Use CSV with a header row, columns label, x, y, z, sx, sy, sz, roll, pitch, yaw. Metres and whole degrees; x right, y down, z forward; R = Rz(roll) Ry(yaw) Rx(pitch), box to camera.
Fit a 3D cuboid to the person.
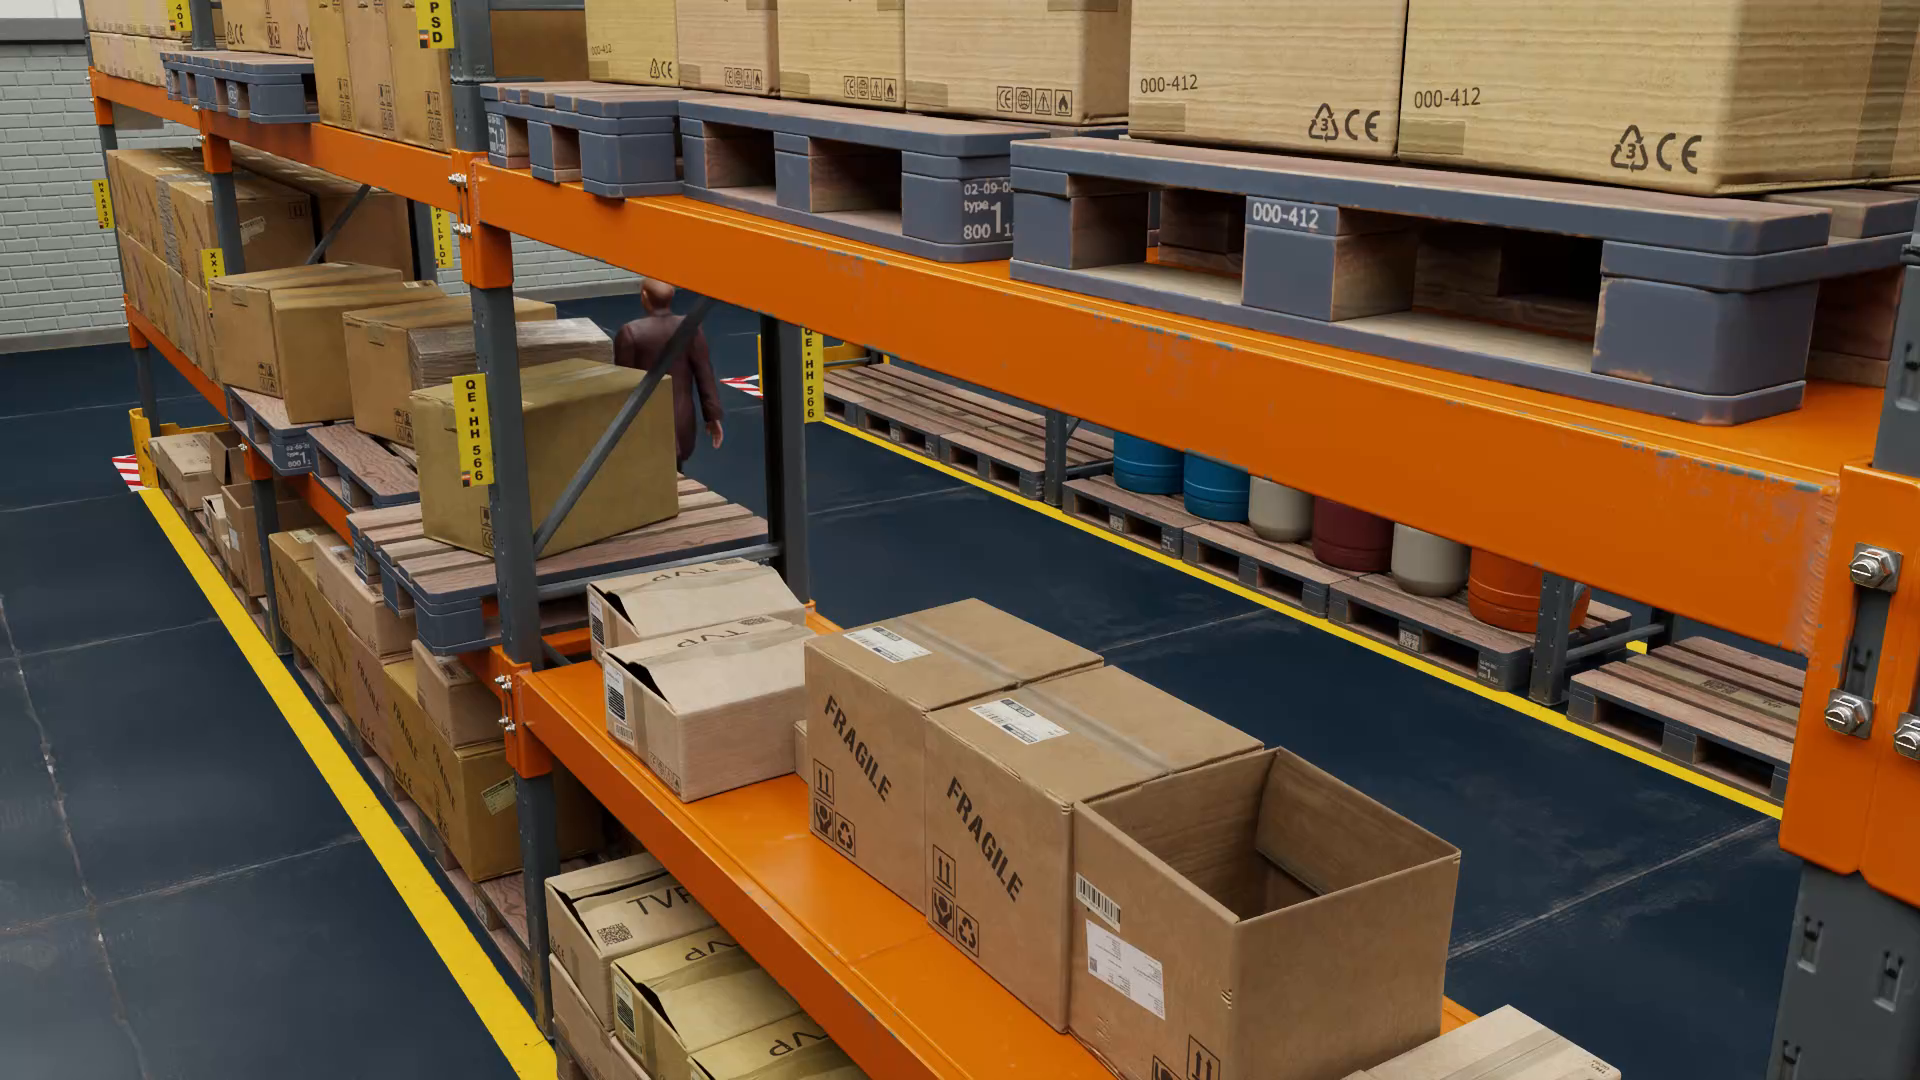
label,x,y,z,sx,sy,sz,roll,pitch,yaw
person,-1.792,-0.733,9.816,0.627,1.731,1.054,-12,22,-34
